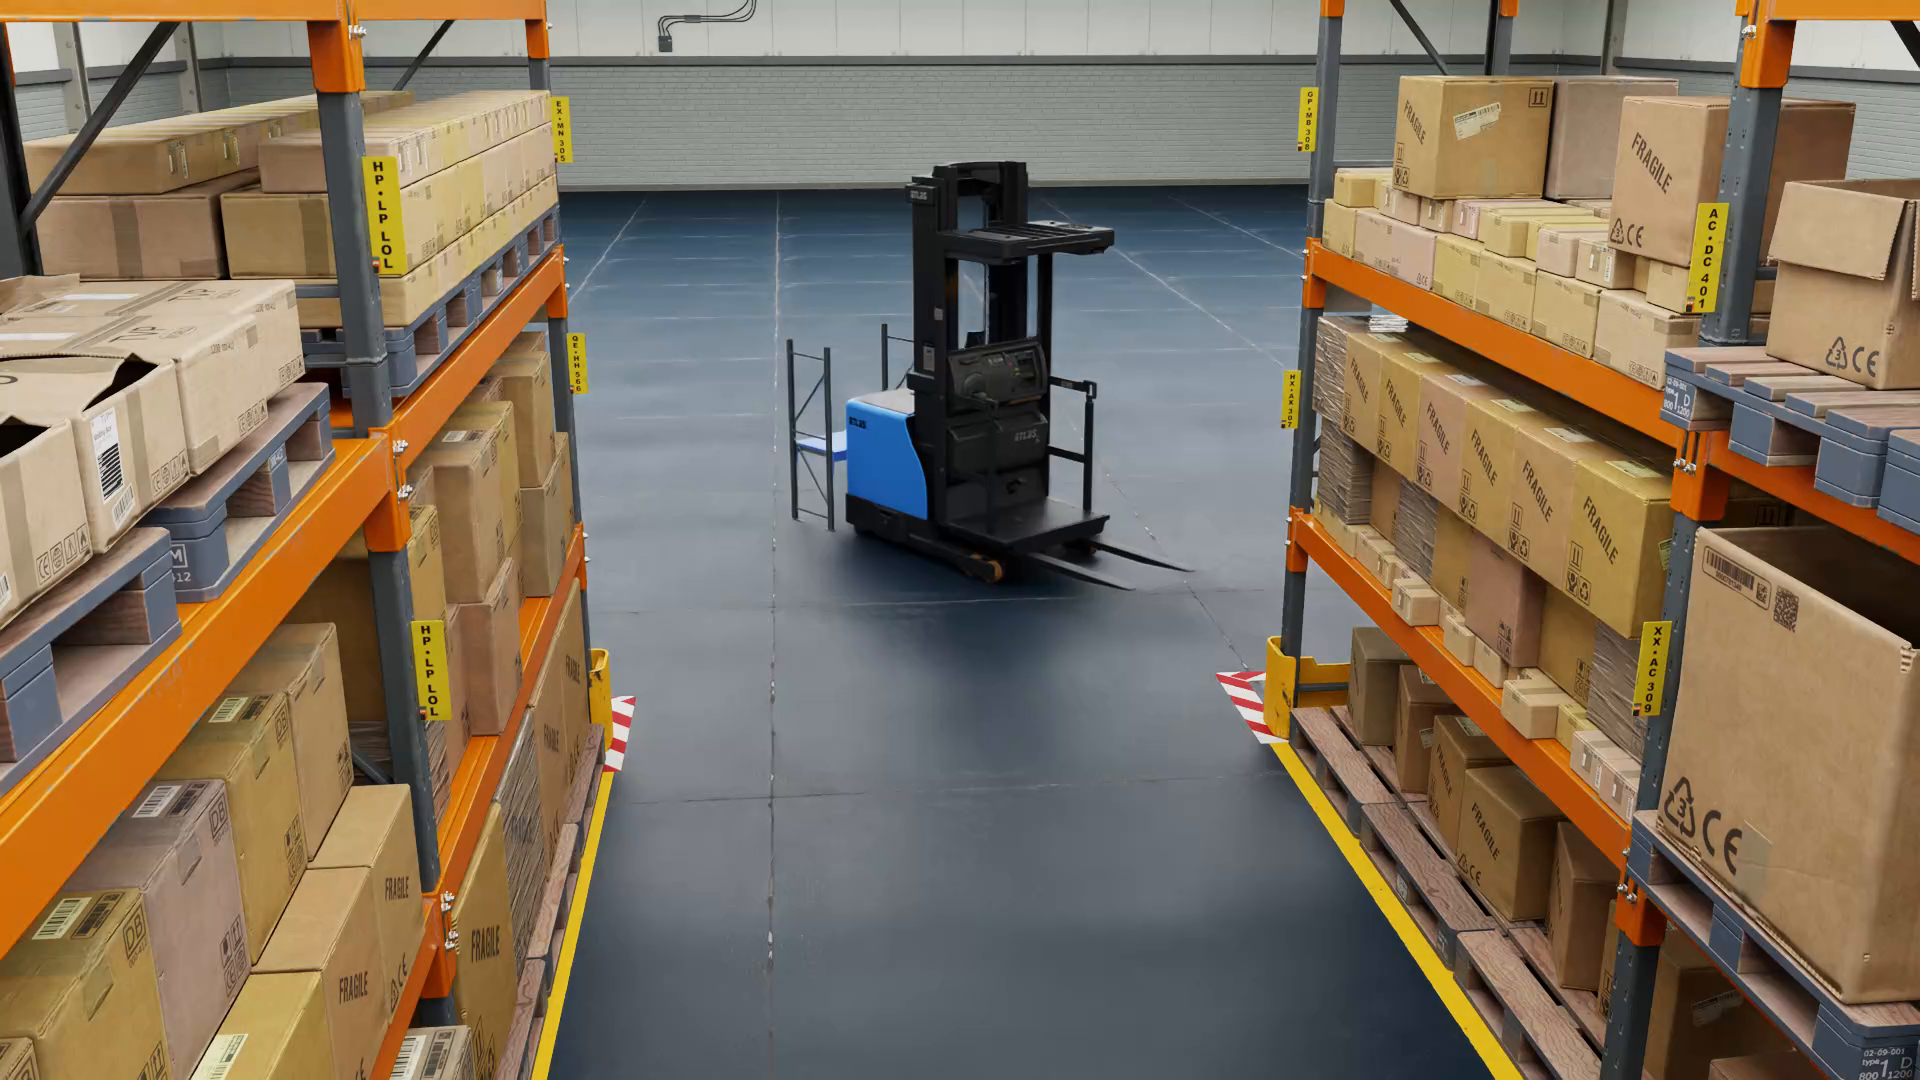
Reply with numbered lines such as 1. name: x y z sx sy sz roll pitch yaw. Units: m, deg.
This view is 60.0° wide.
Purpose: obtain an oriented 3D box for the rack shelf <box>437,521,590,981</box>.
1. rack shelf: -2.365 0.683 7.195 1.077 0.370 4.000 -2 18 -6

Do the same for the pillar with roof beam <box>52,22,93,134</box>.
1. pillar with roof beam: -11.440 -9.829 29.461 9.100 9.000 0.400 -2 18 -6

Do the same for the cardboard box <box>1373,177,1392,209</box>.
1. cardboard box: 2.250 -1.688 8.123 0.380 0.149 0.250 -2 18 -7

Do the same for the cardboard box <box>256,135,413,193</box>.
1. cardboard box: -1.859 -1.123 4.959 0.380 0.149 0.250 -2 18 -5

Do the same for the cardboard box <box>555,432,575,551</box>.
1. cardboard box: -2.488 -0.218 8.615 0.875 0.550 0.550 -2 18 -6

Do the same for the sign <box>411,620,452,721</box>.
1. sign: -1.620 0.401 5.090 0.100 0.325 0.005 -2 18 -6

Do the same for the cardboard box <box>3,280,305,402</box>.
1. cardboard box: -1.927 -0.466 4.029 0.500 0.250 0.500 -2 17 -5

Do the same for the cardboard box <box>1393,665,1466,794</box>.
1. cardboard box: 2.516 0.977 8.530 0.500 0.500 0.500 3 18 9

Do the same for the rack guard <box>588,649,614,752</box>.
1. rack guard: -2.574 0.929 9.382 1.175 0.500 0.348 -2 18 -6

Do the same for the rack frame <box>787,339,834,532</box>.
1. rack frame: -1.200 -0.838 13.342 0.032 1.500 0.500 -16 24 -42

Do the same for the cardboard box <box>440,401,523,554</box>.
1. cardboard box: -2.317 -0.245 6.897 0.875 0.550 0.500 -2 18 -6

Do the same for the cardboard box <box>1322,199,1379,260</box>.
1. cardboard box: 2.165 -1.587 8.468 0.500 0.250 0.500 -1 17 -4

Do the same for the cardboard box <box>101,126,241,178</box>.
1. cardboard box: -2.565 -1.253 5.374 0.380 0.149 0.250 -2 18 -6

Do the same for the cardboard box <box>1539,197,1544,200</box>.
1. cardboard box: 2.710 -1.545 7.667 0.380 0.149 0.250 -2 17 -5

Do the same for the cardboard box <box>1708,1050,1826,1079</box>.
1. cardboard box: 2.827 1.979 5.305 0.700 0.500 0.500 -3 18 -10

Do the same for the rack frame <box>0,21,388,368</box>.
1. rack frame: -2.159 -1.927 4.290 1.000 3.000 0.127 -2 18 -6

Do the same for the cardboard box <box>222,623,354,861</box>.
1. cardboard box: -2.102 0.559 4.553 0.700 0.500 0.500 -2 18 -7

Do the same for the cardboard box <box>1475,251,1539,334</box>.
1. cardboard box: 2.377 -0.982 6.541 0.500 0.250 0.500 -2 18 -6

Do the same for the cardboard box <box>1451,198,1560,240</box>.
1. cardboard box: 2.343 -1.378 7.137 0.380 0.149 0.250 -2 18 -6

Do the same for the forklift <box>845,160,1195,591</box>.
1. forklift: 0.424 -1.252 12.272 1.130 2.935 3.031 -15 23 -39

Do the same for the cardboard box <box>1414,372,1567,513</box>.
1. cardboard box: 2.313 -0.427 7.195 0.500 0.500 0.500 -2 18 -6

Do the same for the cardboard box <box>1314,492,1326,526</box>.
1. cardboard box: 2.164 -0.167 9.121 0.380 0.149 0.250 -2 18 -6

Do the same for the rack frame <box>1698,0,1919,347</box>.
1. rack frame: 2.785 -2.050 4.682 1.000 3.000 0.127 -2 18 -6

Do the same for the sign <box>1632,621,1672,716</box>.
1. sign: 2.246 0.419 5.391 0.100 0.325 0.005 -2 18 -6

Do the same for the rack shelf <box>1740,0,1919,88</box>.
1. rack shelf: 2.991 -0.920 2.952 1.077 0.370 4.000 -2 18 -6

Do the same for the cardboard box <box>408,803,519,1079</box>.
1. cardboard box: -2.154 1.560 6.048 0.875 0.875 0.875 -2 17 -5

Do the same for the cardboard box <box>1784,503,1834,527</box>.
1. cardboard box: 2.991 0.004 5.824 0.500 0.500 0.500 -2 18 -6

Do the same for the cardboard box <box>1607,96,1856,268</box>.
1. cardboard box: 2.485 -1.173 5.399 0.500 0.500 0.500 -2 18 -7

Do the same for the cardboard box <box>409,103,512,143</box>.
1. cardboard box: -2.069 -1.727 6.883 0.380 0.149 0.250 -2 18 -6

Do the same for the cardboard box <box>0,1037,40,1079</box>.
1. cardboard box: -1.892 1.165 2.622 0.700 0.500 0.500 -2 18 -6

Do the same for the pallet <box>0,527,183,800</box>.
1. pallet: -1.984 0.263 2.639 1.003 0.211 1.213 -1 17 -3

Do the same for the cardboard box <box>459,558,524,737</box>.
1. cardboard box: -2.227 0.427 6.559 0.875 0.550 0.550 -2 18 -6

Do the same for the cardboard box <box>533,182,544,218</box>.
1. cardboard box: -2.148 -1.575 7.730 0.380 0.149 0.250 -2 17 -5

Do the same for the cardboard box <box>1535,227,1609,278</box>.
1. cardboard box: 2.361 -1.061 6.126 0.380 0.149 0.250 -2 18 -7

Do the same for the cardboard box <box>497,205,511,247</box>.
1. cardboard box: -2.044 -1.272 6.766 0.380 0.149 0.250 -2 17 -5

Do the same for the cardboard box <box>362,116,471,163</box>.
1. cardboard box: -1.966 -1.427 5.926 0.380 0.149 0.250 -2 17 -5

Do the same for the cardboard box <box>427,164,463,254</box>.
1. cardboard box: -1.985 -1.118 5.610 0.500 0.250 0.500 -2 18 -6

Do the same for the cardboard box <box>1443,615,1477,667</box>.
1. cardboard box: 2.330 0.430 7.219 0.380 0.149 0.250 -2 18 -6

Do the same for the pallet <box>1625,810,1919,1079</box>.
1. pallet: 2.719 1.136 4.870 1.003 0.211 1.213 -2 18 -6

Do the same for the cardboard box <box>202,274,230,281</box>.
1. cardboard box: -2.541 -0.797 5.253 0.380 0.149 0.250 -1 17 -5

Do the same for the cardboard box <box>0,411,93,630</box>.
1. cardboard box: -1.707 -0.034 2.550 0.500 0.311 0.500 -2 18 -7

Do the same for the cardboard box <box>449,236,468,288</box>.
1. cardboard box: -1.937 -0.969 5.798 0.380 0.149 0.250 -2 18 -7

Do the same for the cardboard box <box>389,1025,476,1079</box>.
1. cardboard box: -2.006 1.991 4.883 1.050 0.750 0.750 -2 18 -6

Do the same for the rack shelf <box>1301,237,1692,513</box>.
1. rack shelf: 2.578 -0.871 7.137 1.077 0.370 4.000 -2 18 -6

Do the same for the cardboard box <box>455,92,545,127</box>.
1. cardboard box: -2.175 -2.032 7.852 0.380 0.149 0.250 -2 18 -5

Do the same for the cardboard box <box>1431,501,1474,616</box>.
1. cardboard box: 2.621 0.041 7.376 0.875 0.500 0.500 -2 18 -6

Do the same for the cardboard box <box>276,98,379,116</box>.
1. cardboard box: -2.777 -1.860 7.307 0.380 0.149 0.250 -2 17 -5

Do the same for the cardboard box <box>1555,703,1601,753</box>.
1. cardboard box: 2.488 0.726 6.275 0.380 0.149 0.250 -2 18 -6

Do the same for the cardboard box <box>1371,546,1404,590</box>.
1. cardboard box: 2.247 0.132 8.170 0.380 0.149 0.250 -2 18 -6

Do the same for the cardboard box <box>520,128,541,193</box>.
1. cardboard box: -2.193 -1.719 7.524 0.500 0.250 0.500 -2 18 -6

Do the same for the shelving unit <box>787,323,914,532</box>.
1. shelving unit: -0.837 -0.945 13.682 1.048 1.500 0.538 -16 24 -42

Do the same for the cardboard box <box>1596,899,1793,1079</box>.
1. cardboard box: 2.783 1.684 6.276 0.500 0.500 0.500 -2 18 -7

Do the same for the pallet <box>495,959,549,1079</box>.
1. pallet: -2.160 2.037 6.336 1.003 0.211 1.213 -2 18 -6

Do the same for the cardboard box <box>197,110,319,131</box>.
1. cardboard box: -2.671 -1.556 6.337 0.380 0.149 0.250 -2 17 -5
